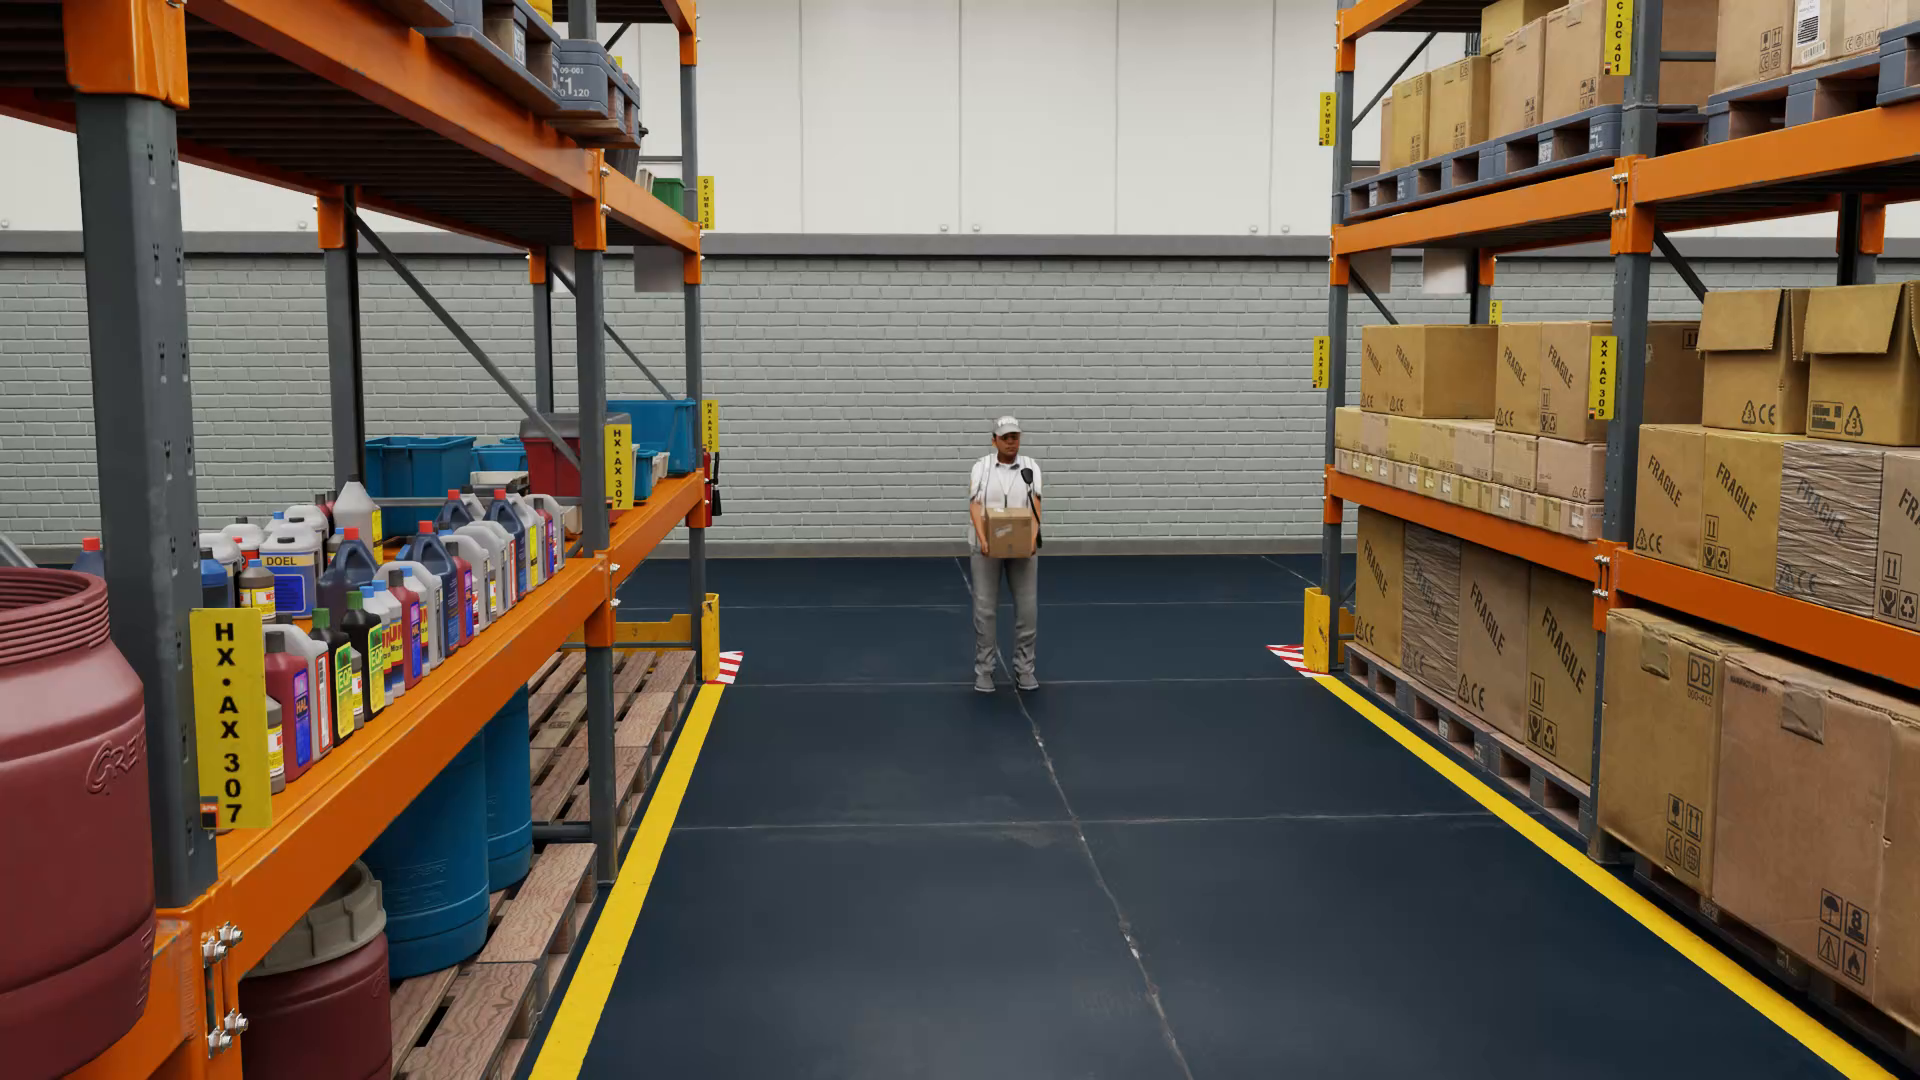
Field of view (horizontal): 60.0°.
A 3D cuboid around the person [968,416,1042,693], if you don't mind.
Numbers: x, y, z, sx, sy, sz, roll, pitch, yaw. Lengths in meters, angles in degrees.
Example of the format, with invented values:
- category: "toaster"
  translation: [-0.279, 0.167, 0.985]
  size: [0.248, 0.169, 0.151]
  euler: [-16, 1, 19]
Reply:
- category: "person"
  translation: [0.282, 0.085, 10.091]
  size: [0.452, 1.662, 0.539]
  euler: [0, 7, -4]
